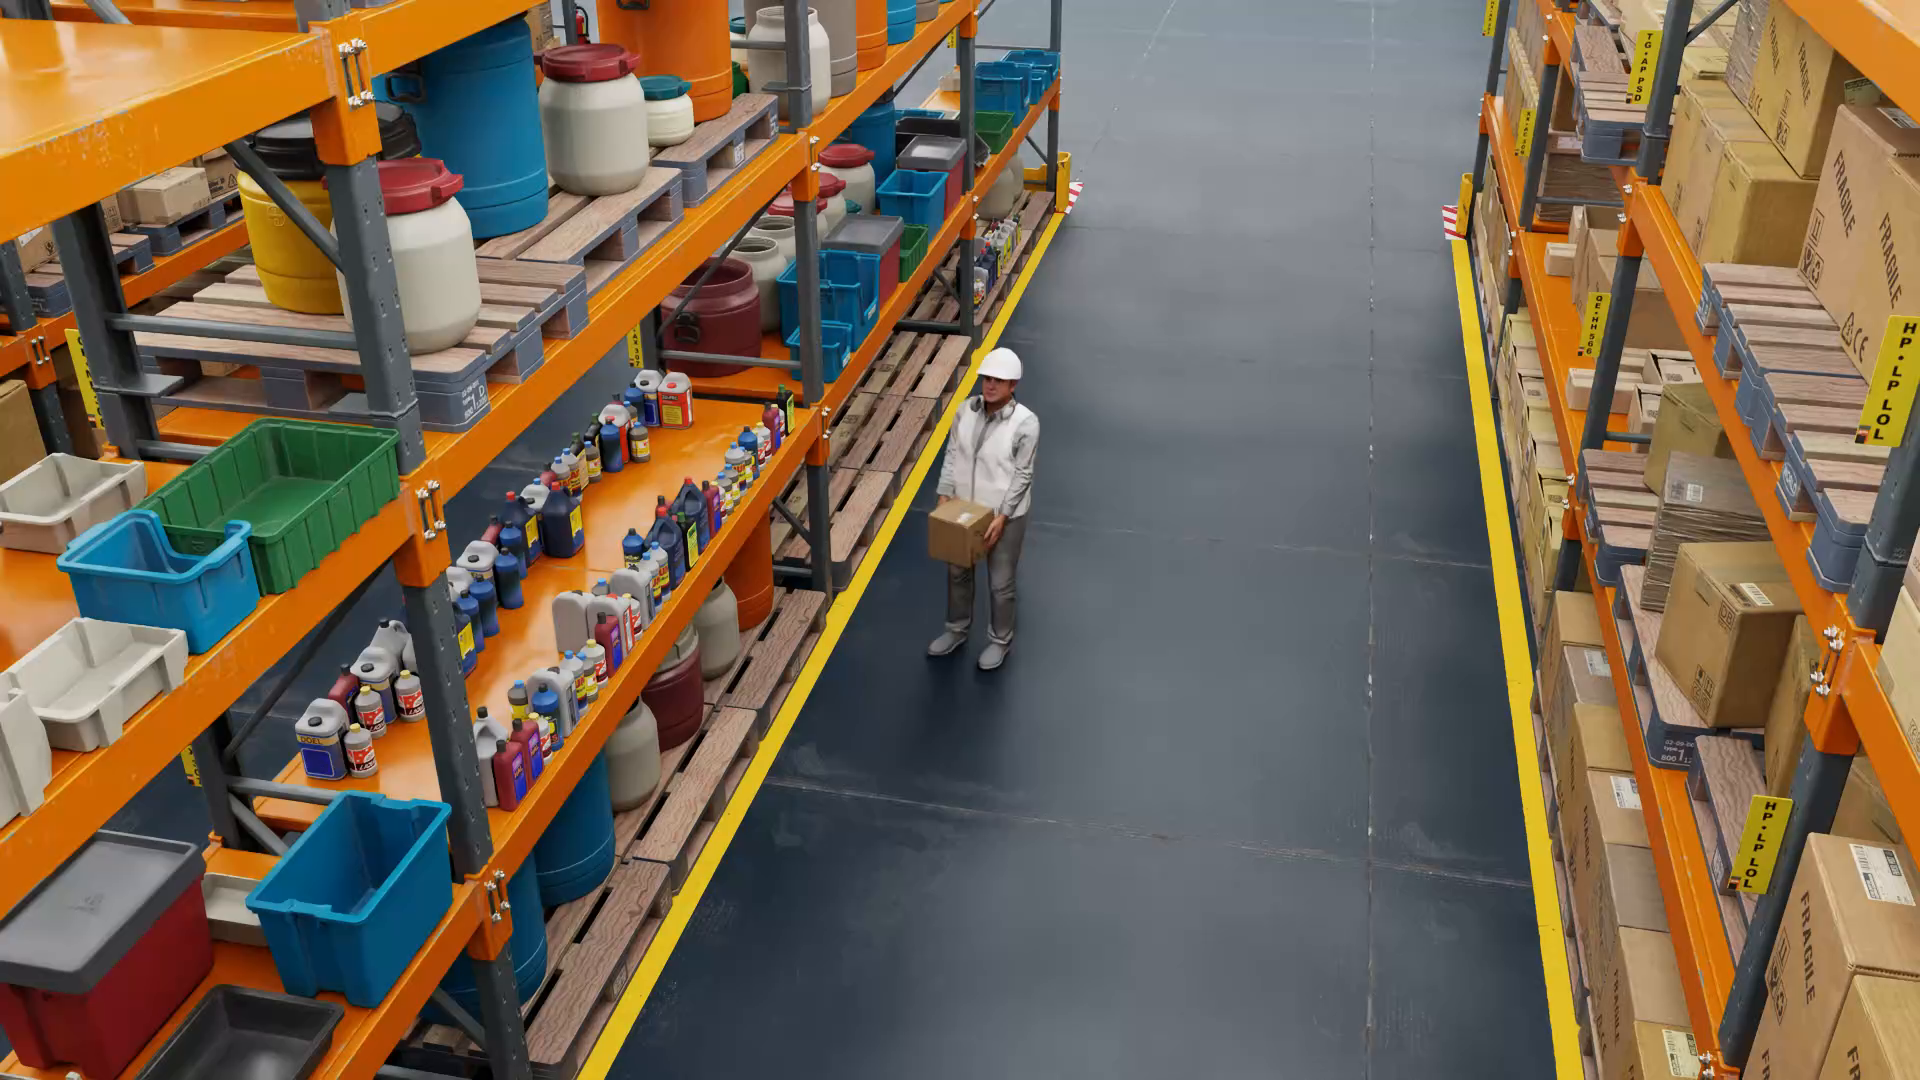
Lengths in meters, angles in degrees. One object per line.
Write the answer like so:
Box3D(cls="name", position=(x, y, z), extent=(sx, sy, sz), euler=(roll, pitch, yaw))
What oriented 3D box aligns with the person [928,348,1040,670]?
Box3D(cls="person", position=(0.130, -0.153, 8.873), extent=(0.545, 1.774, 0.494), euler=(16, 33, 27))
